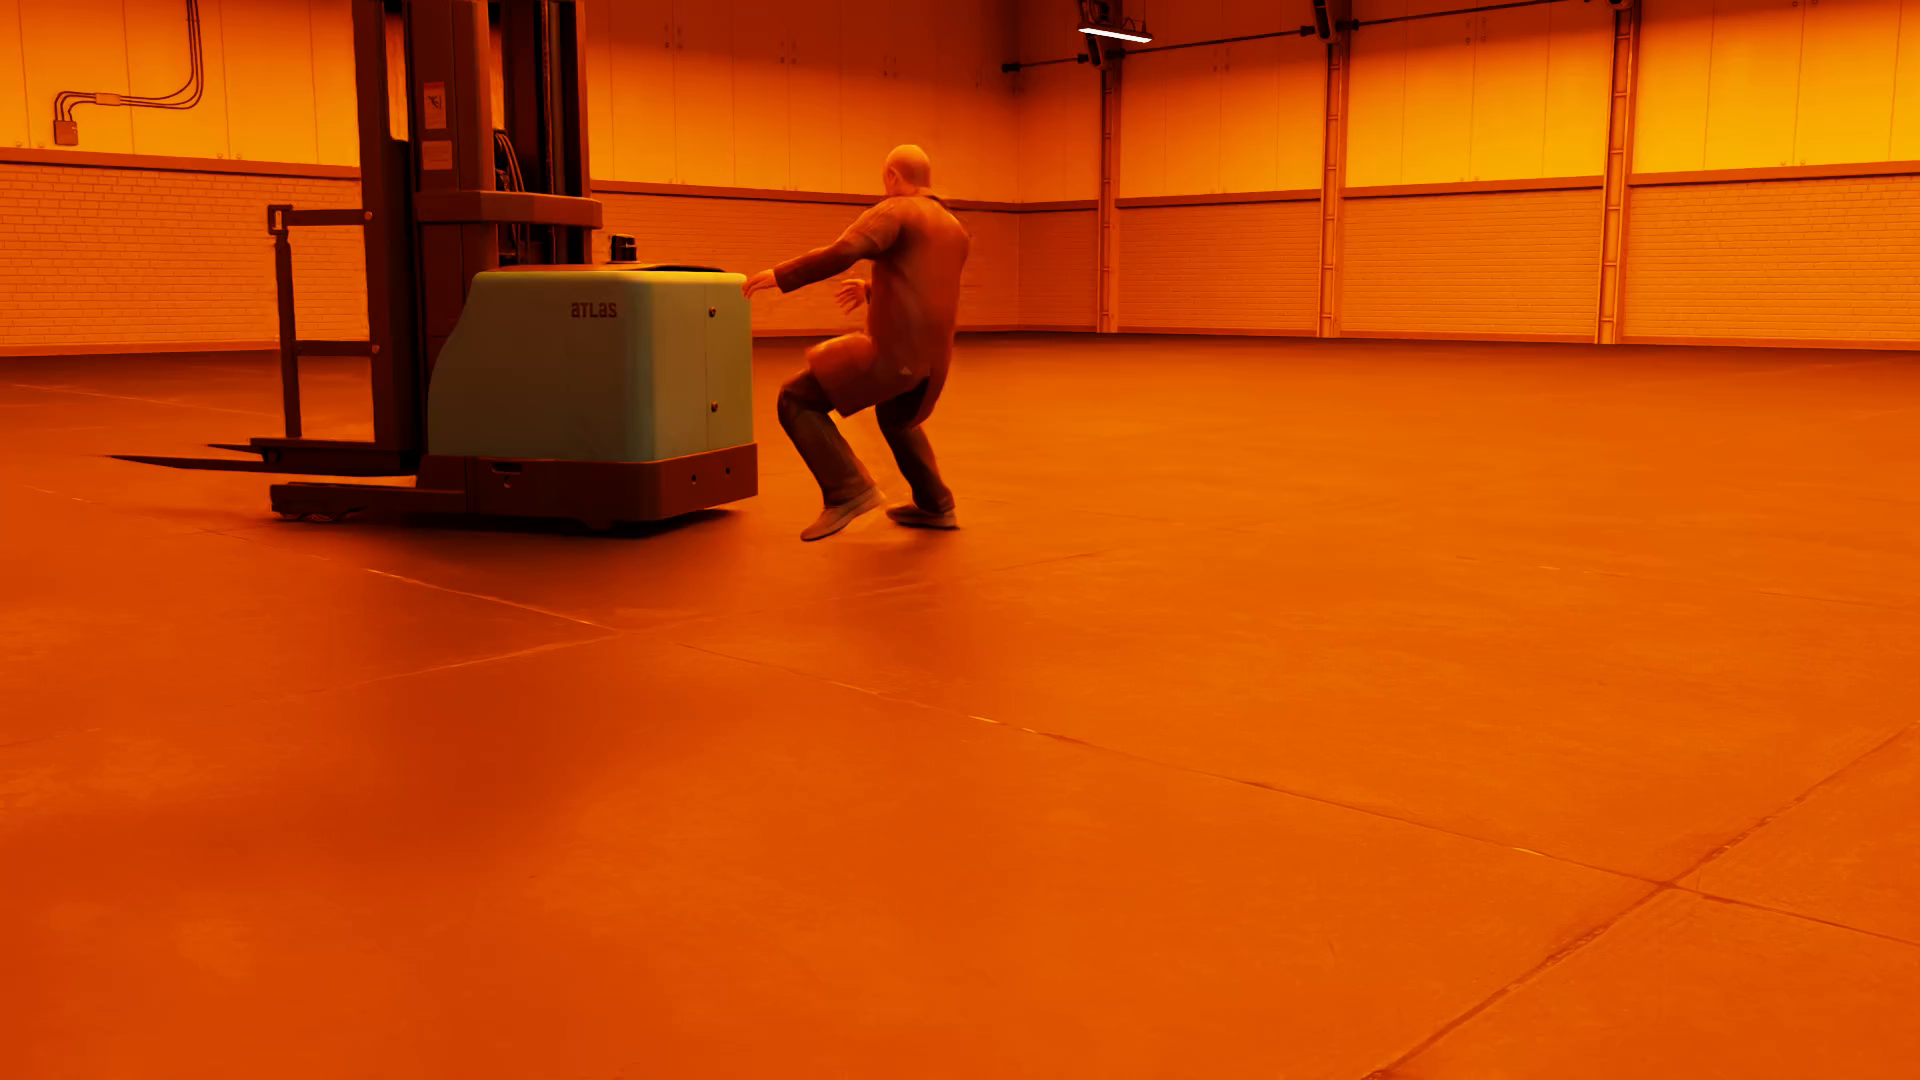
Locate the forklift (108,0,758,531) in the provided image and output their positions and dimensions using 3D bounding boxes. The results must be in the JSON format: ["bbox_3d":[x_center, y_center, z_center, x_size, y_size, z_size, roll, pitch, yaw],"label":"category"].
[{"bbox_3d":[-2.495,-1.597,7.478,3.031,2.935,1.130,3,9,20],"label":"forklift"}]

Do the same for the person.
[{"bbox_3d":[-0.380,-0.785,6.671,0.786,1.562,0.986,6,11,37],"label":"person"}]
